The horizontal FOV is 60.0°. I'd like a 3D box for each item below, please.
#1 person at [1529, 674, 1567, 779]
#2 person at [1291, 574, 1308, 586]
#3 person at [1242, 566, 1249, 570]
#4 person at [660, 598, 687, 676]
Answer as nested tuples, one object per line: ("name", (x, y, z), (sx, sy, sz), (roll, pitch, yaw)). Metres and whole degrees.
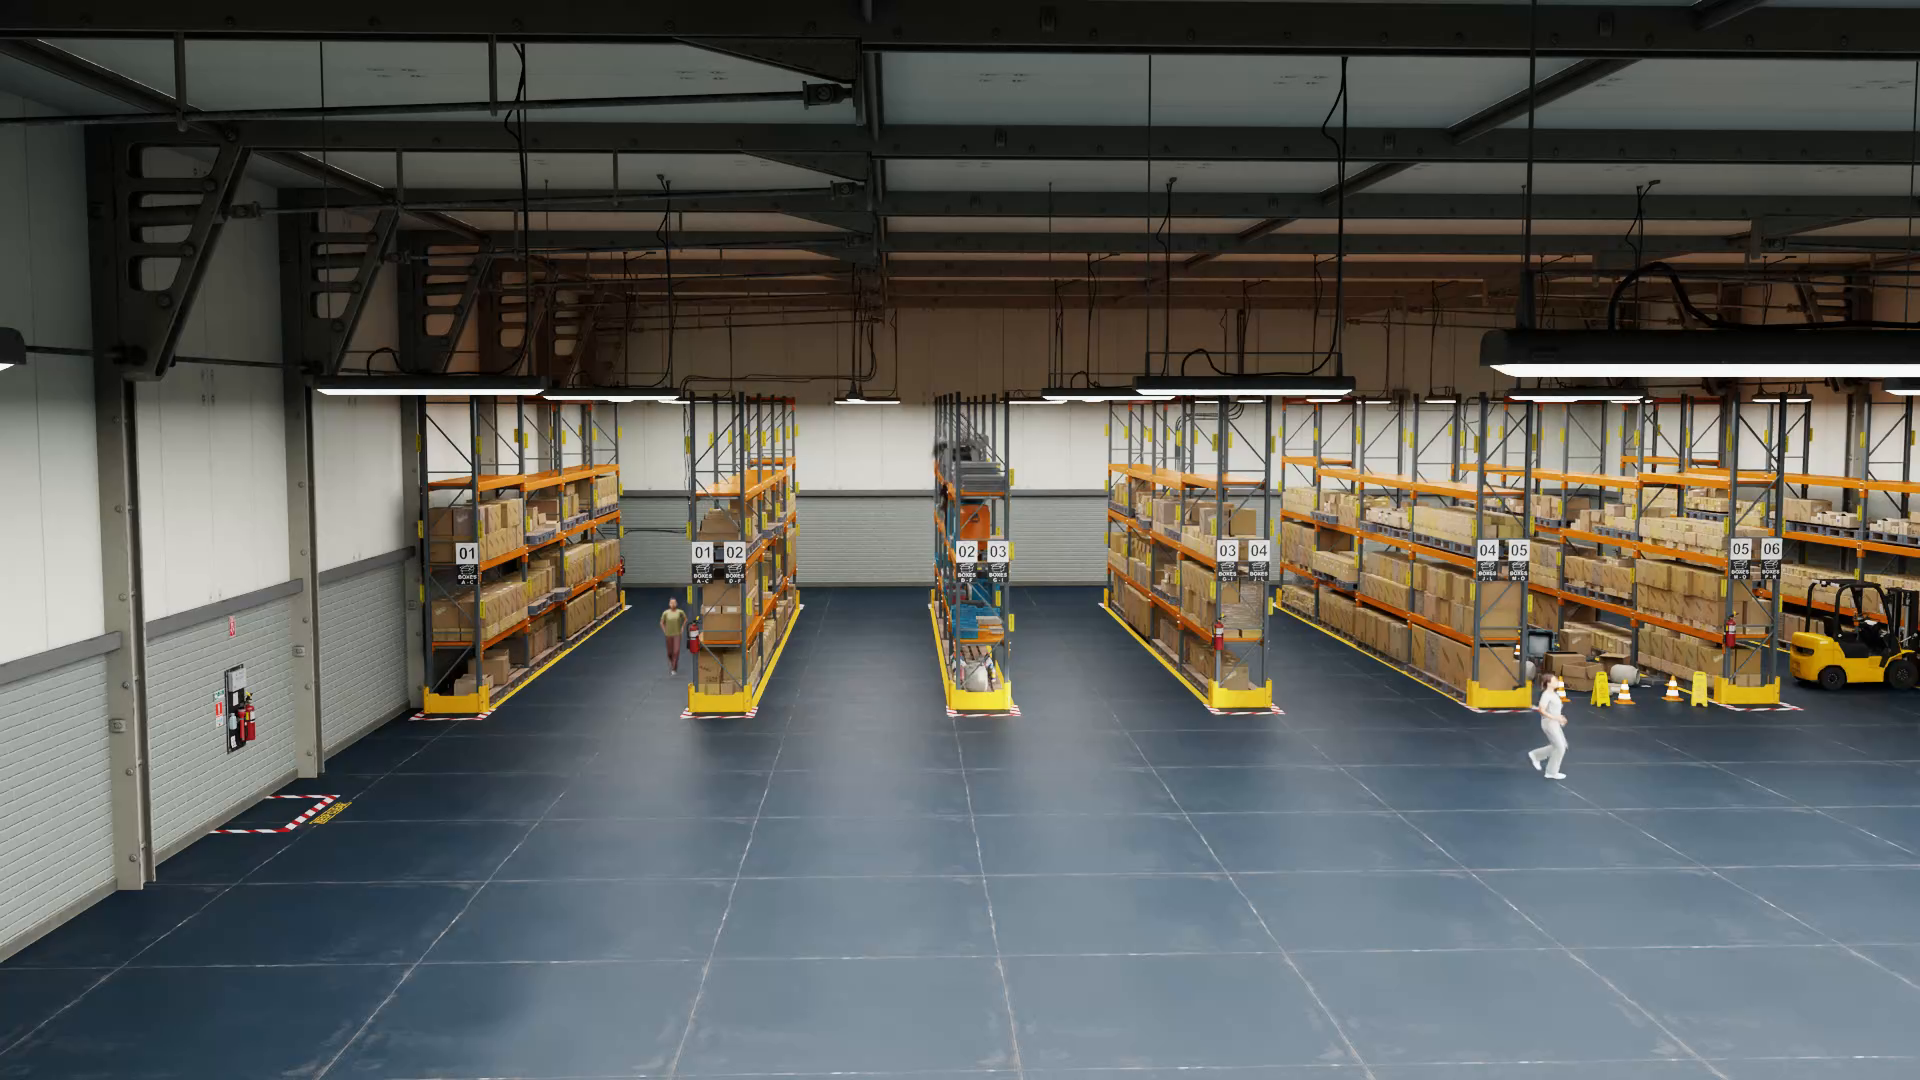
("person", (9.065, 2.860, 25.632), (0.594, 1.612, 0.562), (3, 5, 32))
("person", (10.018, 0.905, 49.047), (1.024, 1.741, 0.665), (0, 5, 1))
("person", (7.919, 1.161, 46.122), (0.678, 1.755, 0.852), (0, 5, 2))
("person", (-6.147, 2.054, 35.723), (0.579, 1.654, 0.791), (-1, 5, -8))
